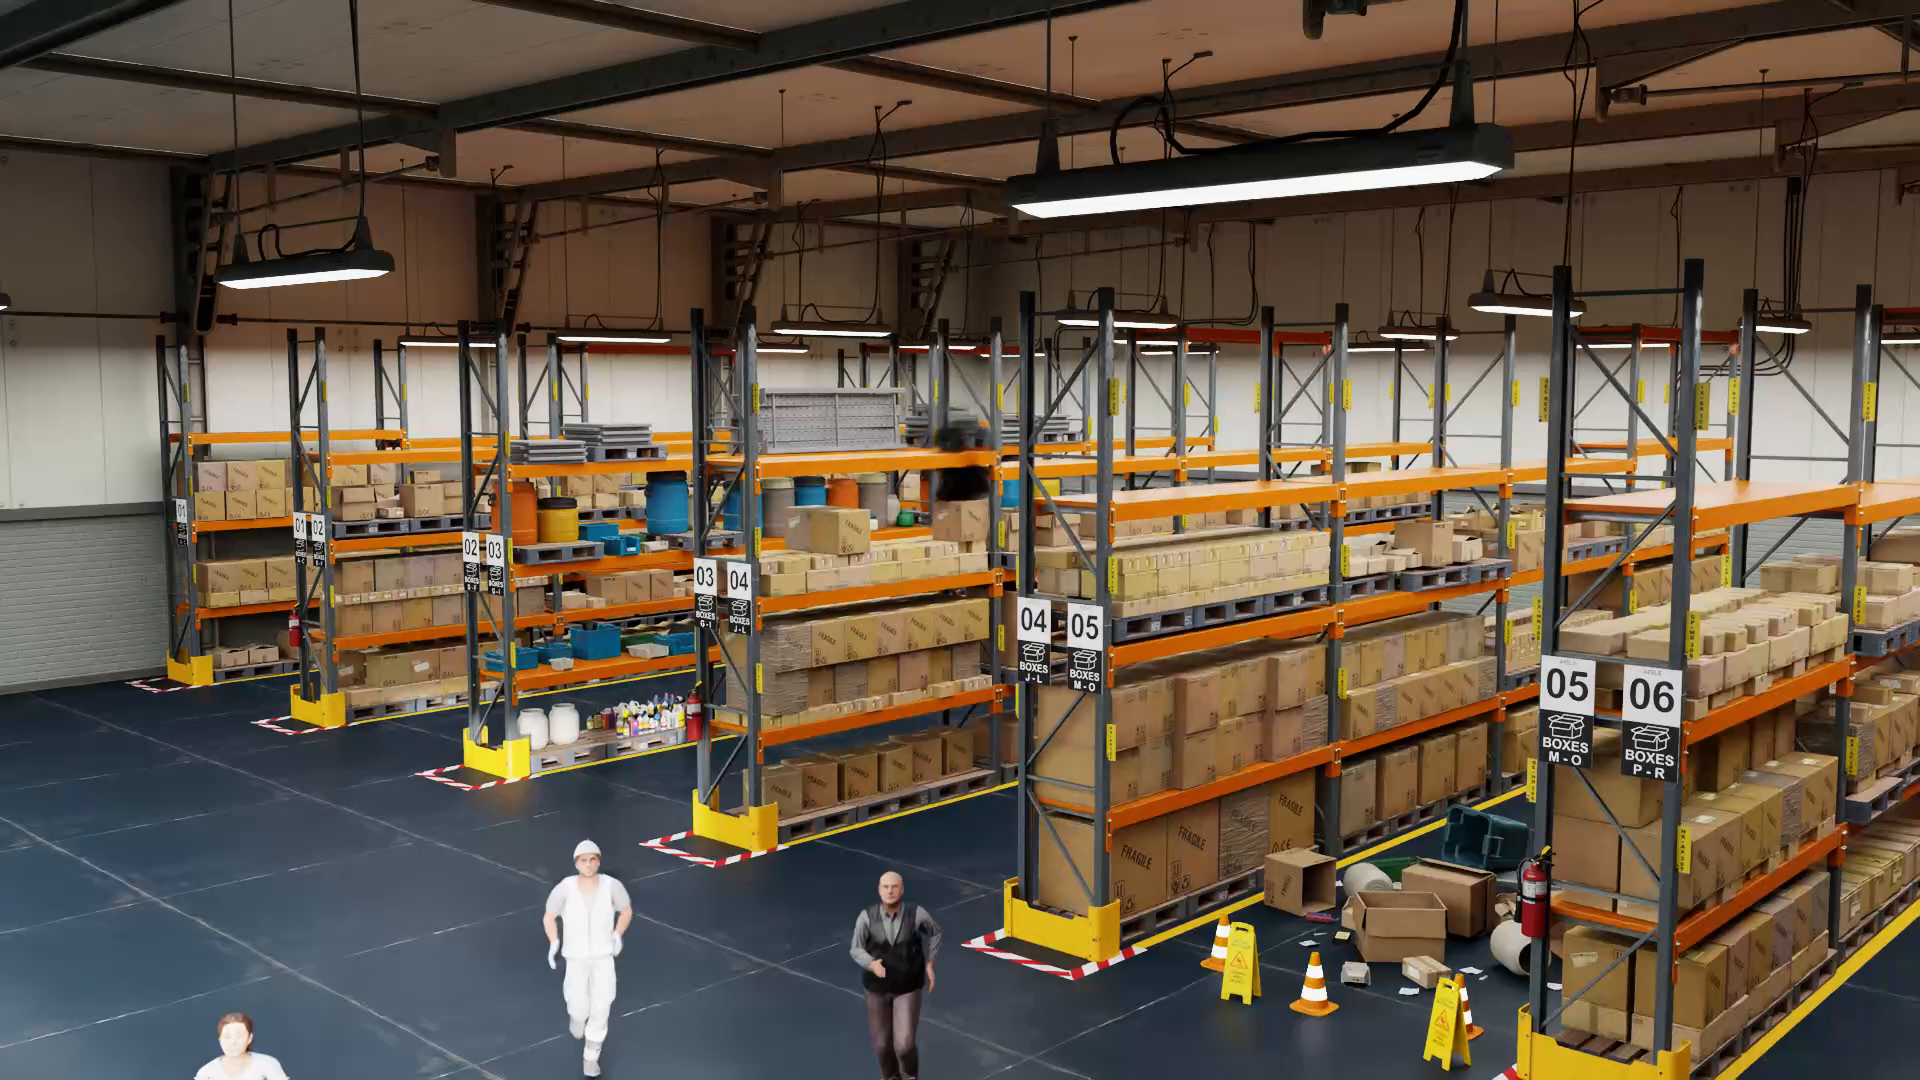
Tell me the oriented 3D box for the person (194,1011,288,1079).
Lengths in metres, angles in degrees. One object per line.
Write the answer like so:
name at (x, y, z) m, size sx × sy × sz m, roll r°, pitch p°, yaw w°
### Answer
person at (-4.094, 3.471, 9.447) m, size 0.561 × 1.616 × 0.594 m, roll -1°, pitch 6°, yaw -15°

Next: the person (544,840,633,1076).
person at (-2.803, 3.122, 12.592) m, size 0.658 × 1.740 × 0.606 m, roll -2°, pitch 6°, yaw -17°

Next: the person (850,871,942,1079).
person at (-0.467, 3.202, 11.805) m, size 0.634 × 1.689 × 0.656 m, roll 1°, pitch 5°, yaw 5°
